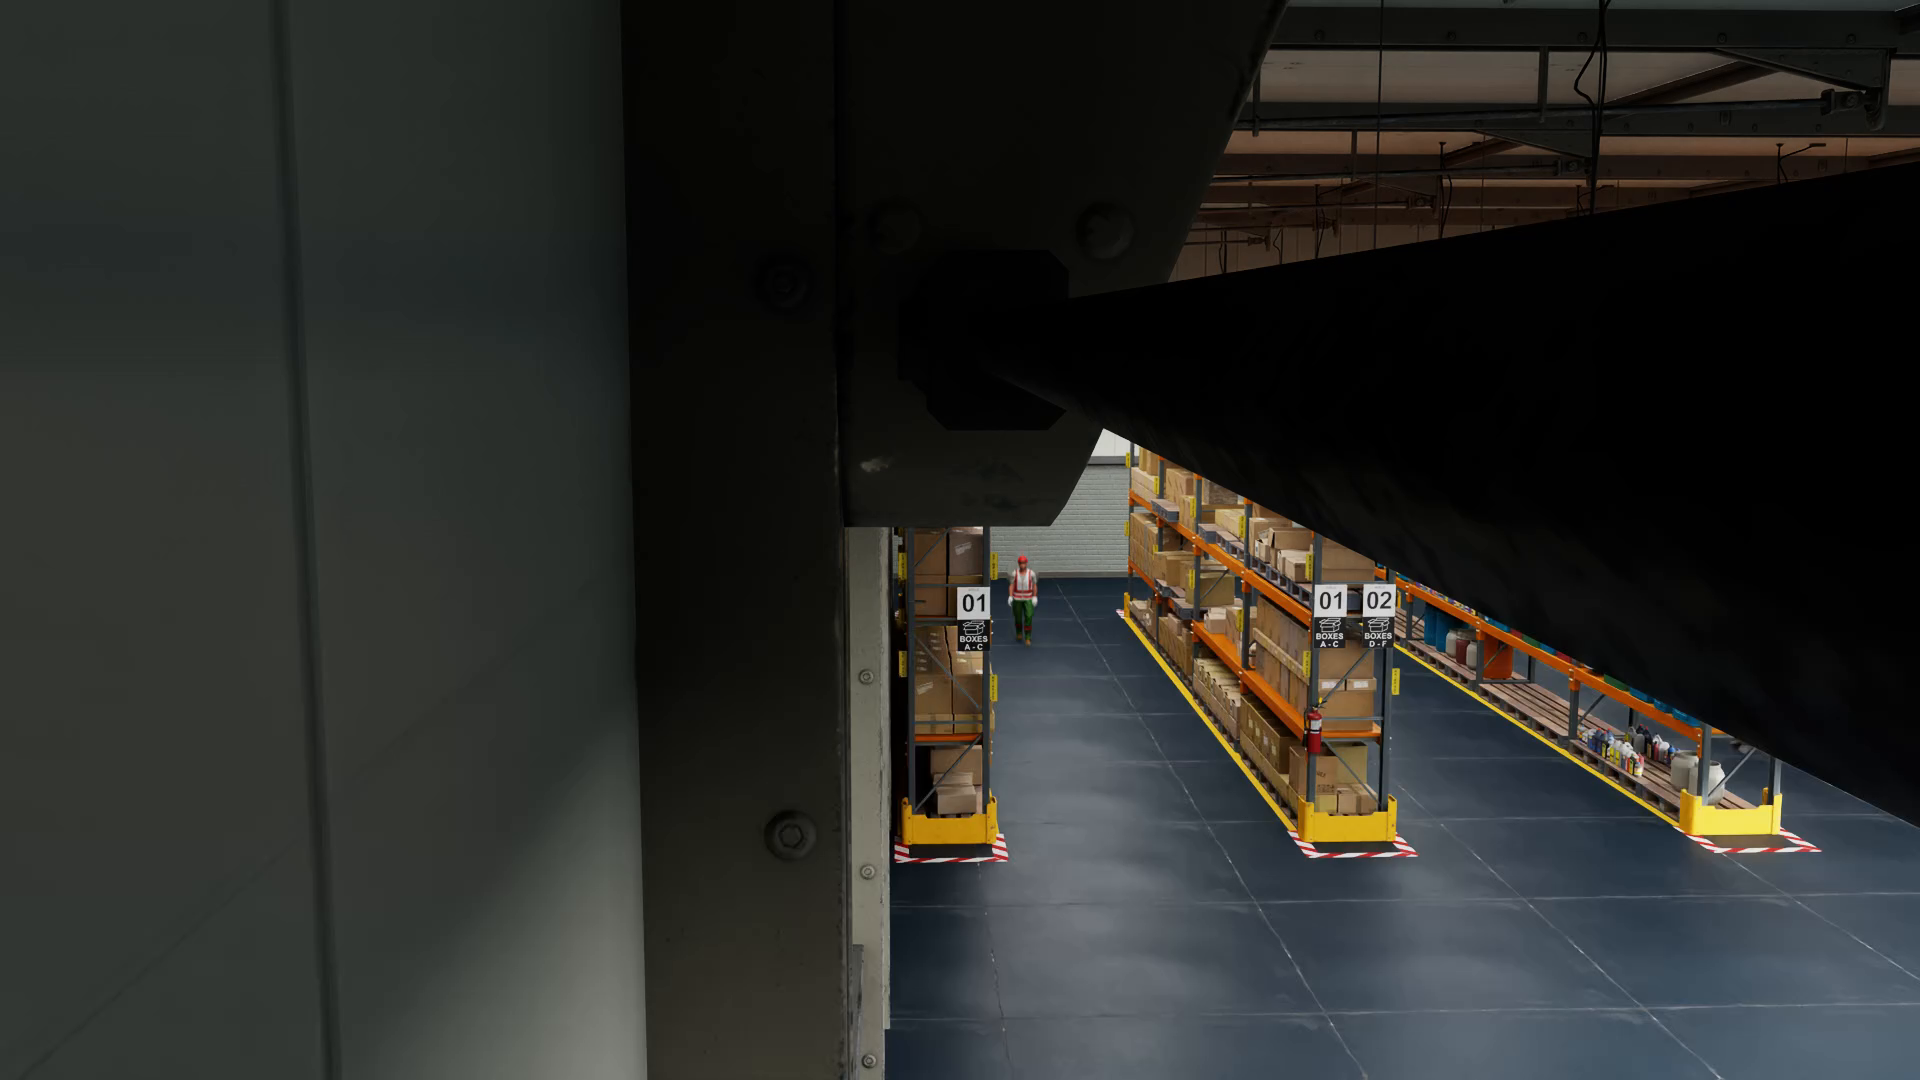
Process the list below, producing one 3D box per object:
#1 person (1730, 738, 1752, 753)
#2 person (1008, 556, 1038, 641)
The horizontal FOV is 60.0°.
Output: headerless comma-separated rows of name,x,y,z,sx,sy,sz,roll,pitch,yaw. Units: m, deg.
person,11.757,2.269,24.913,0.530,1.785,0.577,-7,10,-42
person,7.881,-0.645,31.098,13.744,5.827,4.931,0,7,-1
